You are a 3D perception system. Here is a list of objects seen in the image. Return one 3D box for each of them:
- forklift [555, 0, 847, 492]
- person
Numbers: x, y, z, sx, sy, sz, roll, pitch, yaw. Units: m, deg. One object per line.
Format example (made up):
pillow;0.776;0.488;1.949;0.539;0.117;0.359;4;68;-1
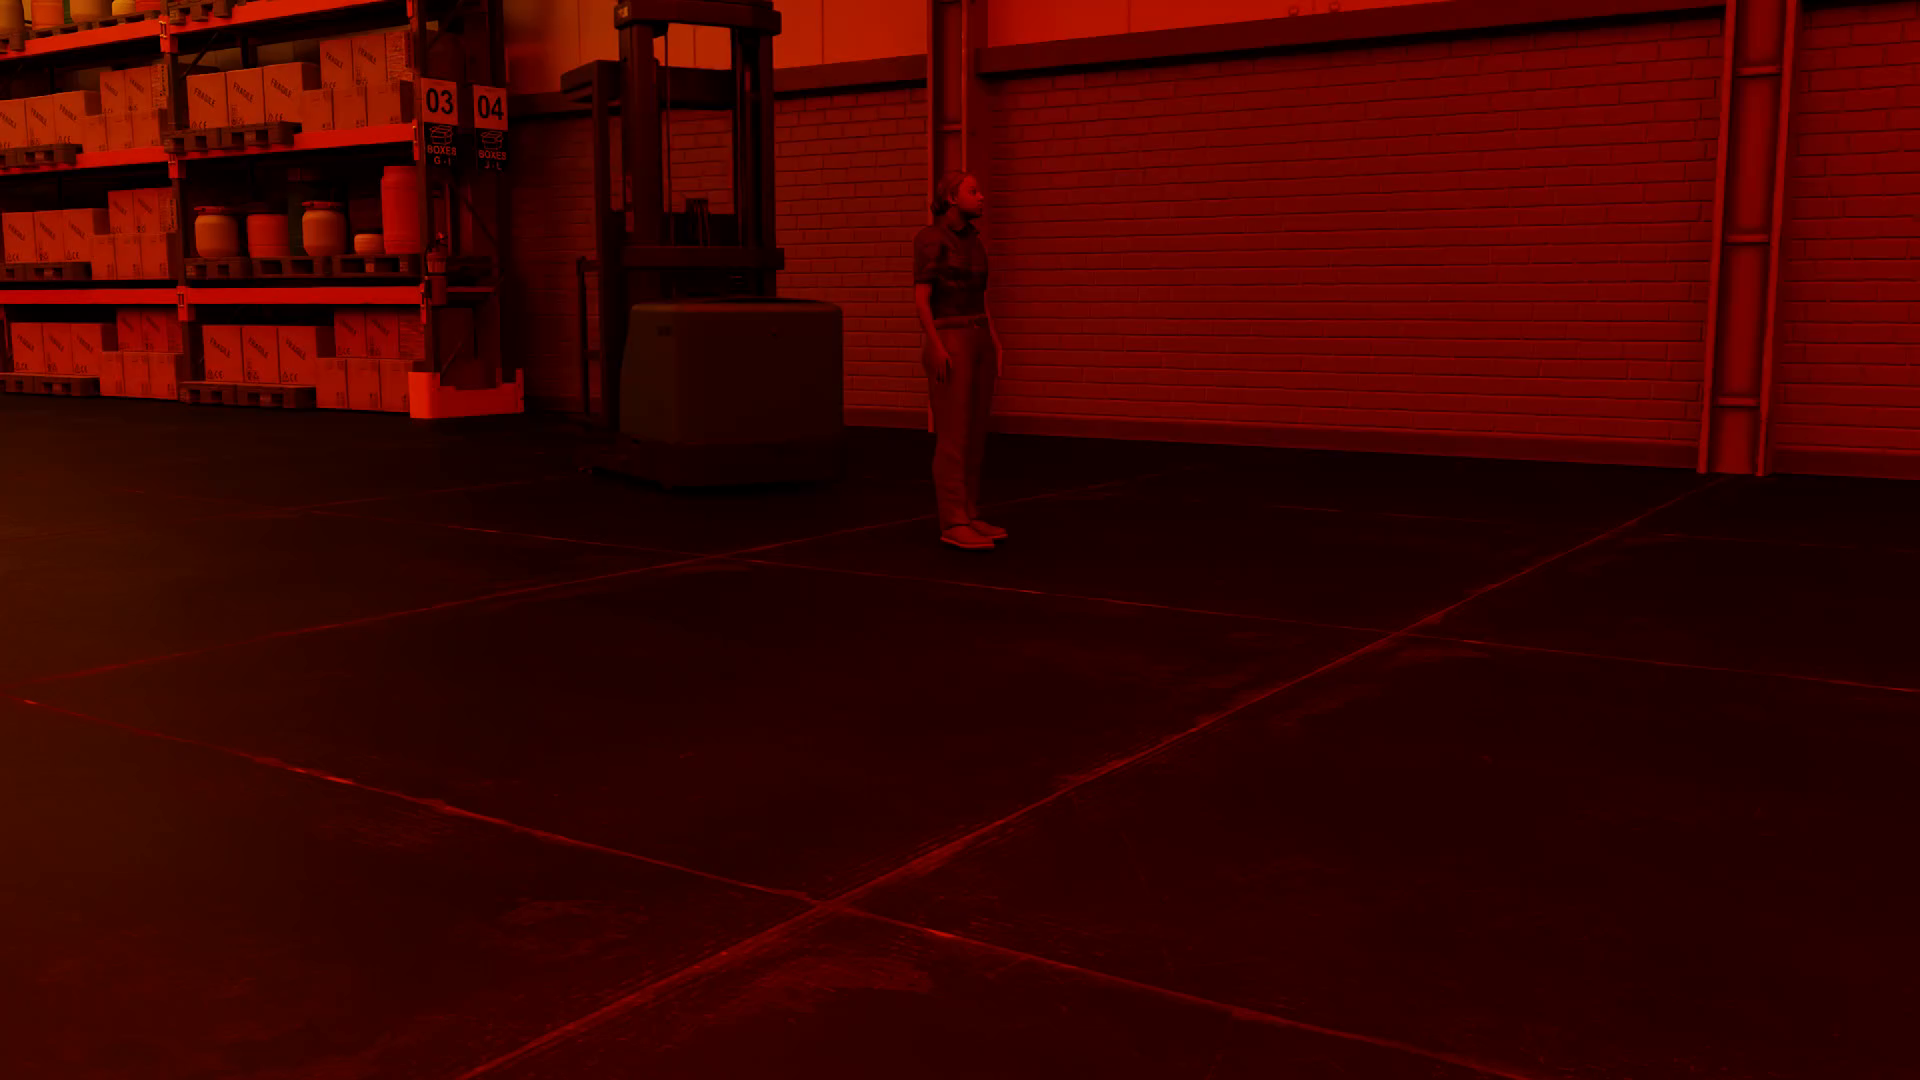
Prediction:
forklift;-1.825;-1.889;10.475;1.130;2.935;3.031;-5;9;-29
person;0.062;-0.814;7.422;0.504;1.648;0.570;5;10;34
